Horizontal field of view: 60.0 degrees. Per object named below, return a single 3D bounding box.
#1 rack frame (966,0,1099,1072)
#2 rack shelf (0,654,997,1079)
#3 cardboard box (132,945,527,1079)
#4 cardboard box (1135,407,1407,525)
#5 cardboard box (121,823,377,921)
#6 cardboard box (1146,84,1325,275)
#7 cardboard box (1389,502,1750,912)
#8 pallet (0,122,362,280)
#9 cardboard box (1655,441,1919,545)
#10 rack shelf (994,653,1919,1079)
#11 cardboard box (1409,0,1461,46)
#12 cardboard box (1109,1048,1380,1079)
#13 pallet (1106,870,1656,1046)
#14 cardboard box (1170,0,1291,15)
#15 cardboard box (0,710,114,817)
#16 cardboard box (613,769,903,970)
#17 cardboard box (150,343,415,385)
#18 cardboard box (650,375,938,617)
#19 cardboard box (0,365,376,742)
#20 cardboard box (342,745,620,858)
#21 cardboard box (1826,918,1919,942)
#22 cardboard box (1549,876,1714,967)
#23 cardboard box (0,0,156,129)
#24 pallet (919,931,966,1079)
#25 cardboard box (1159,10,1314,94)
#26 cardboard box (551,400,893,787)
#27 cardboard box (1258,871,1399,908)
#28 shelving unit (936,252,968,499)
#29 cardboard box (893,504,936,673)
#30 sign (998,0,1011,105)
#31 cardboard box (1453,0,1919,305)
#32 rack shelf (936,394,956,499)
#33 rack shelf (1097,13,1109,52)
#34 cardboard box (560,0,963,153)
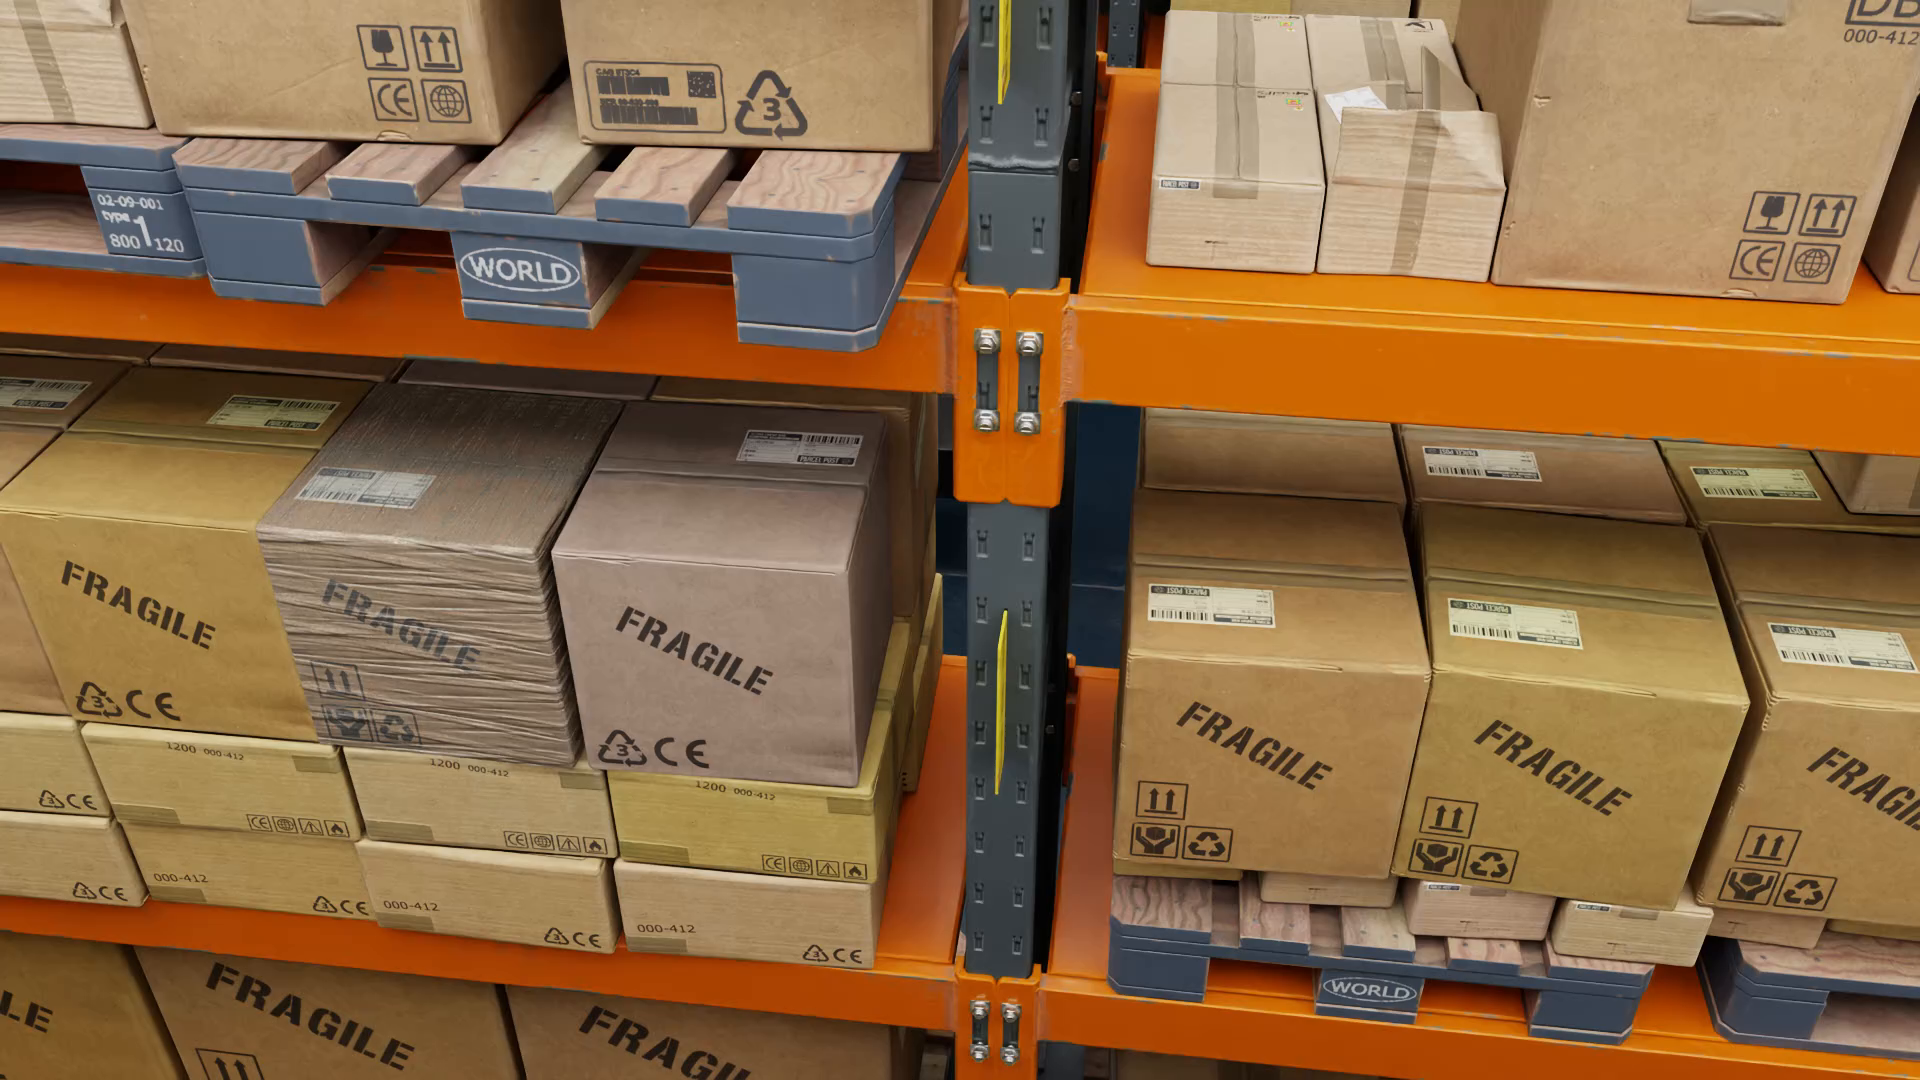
[{"bbox_3d":[0.136,0.427,3.570,0.127,3.000,1.000,4,36,6],"label":"rack frame"},{"bbox_3d":[-1.847,0.571,3.986,4.000,0.370,1.077,4,36,6],"label":"rack shelf"},{"bbox_3d":[-1.422,0.953,4.300,0.875,0.875,0.875,5,36,7],"label":"cardboard box"},{"bbox_3d":[0.623,-0.033,3.510,0.500,0.500,0.500,3,36,5],"label":"cardboard box"},{"bbox_3d":[-1.404,0.525,3.562,0.500,0.250,0.500,4,36,5],"label":"cardboard box"},{"bbox_3d":[0.427,-0.571,2.602,0.250,0.149,0.380,4,36,6],"label":"cardboard box"},{"bbox_3d":[1.071,0.295,3.051,0.500,0.500,0.500,6,36,8],"label":"cardboard box"},{"bbox_3d":[-1.619,-0.816,2.891,1.213,0.211,1.003,6,36,8],"label":"pallet"},{"bbox_3d":[1.638,0.036,3.414,0.500,0.500,0.500,2,36,3],"label":"cardboard box"},{"bbox_3d":[2.120,0.867,3.572,4.000,0.370,1.077,4,36,6],"label":"rack shelf"},{"bbox_3d":[2.187,-2.316,7.111,0.500,0.250,0.500,3,36,5],"label":"cardboard box"},{"bbox_3d":[0.696,1.373,4.145,0.625,0.372,0.950,2,36,3],"label":"cardboard box"},{"bbox_3d":[0.857,0.496,3.638,1.003,0.211,1.213,4,36,6],"label":"pallet"},{"bbox_3d":[1.171,-2.388,7.213,0.500,0.250,0.500,4,36,6],"label":"cardboard box"},{"bbox_3d":[-1.911,0.295,3.454,0.500,0.250,0.500,3,36,5],"label":"cardboard box"},{"bbox_3d":[-0.398,0.600,3.457,0.500,0.250,0.500,3,36,4],"label":"cardboard box"},{"bbox_3d":[-1.326,-0.277,3.609,0.500,0.500,0.500,5,36,7],"label":"cardboard box"},{"bbox_3d":[-0.322,-0.198,3.499,0.500,0.500,0.500,3,36,4],"label":"cardboard box"},{"bbox_3d":[-1.411,0.018,3.196,0.500,0.500,0.500,4,36,6],"label":"cardboard box"},{"bbox_3d":[-0.885,0.359,3.364,0.500,0.250,0.500,3,36,5],"label":"cardboard box"},{"bbox_3d":[1.781,0.580,3.210,0.250,0.149,0.380,6,36,8],"label":"cardboard box"},{"bbox_3d":[1.247,0.608,3.170,0.250,0.149,0.380,4,36,6],"label":"cardboard box"},{"bbox_3d":[-1.274,-0.811,2.476,0.258,0.266,0.396,3,36,5],"label":"cardboard box"},{"bbox_3d":[-0.636,1.460,4.523,1.213,0.211,1.003,4,36,6],"label":"pallet"},{"bbox_3d":[0.476,-0.790,2.909,0.250,0.149,0.380,4,36,6],"label":"cardboard box"},{"bbox_3d":[-0.410,0.091,3.093,0.500,0.500,0.500,3,36,5],"label":"cardboard box"},{"bbox_3d":[0.711,0.529,3.281,0.250,0.149,0.380,2,36,3],"label":"cardboard box"},{"bbox_3d":[-0.164,-0.867,6.157,0.503,2.100,0.431,4,36,6],"label":"shelving unit"},{"bbox_3d":[-0.335,0.104,3.720,0.500,0.250,0.500,4,36,6],"label":"cardboard box"},{"bbox_3d":[0.058,-0.718,2.078,0.005,0.325,0.100,4,36,6],"label":"sign"},{"bbox_3d":[1.075,-0.759,2.563,0.500,0.500,0.700,4,36,6],"label":"cardboard box"},{"bbox_3d":[-0.164,-0.286,6.572,0.480,0.518,0.431,4,36,6],"label":"rack shelf"},{"bbox_3d":[-1.219,-2.289,7.994,4.000,0.370,1.077,4,36,6],"label":"rack shelf"},{"bbox_3d":[-0.257,-0.948,2.464,0.637,0.503,0.797,2,36,3],"label":"cardboard box"}]
